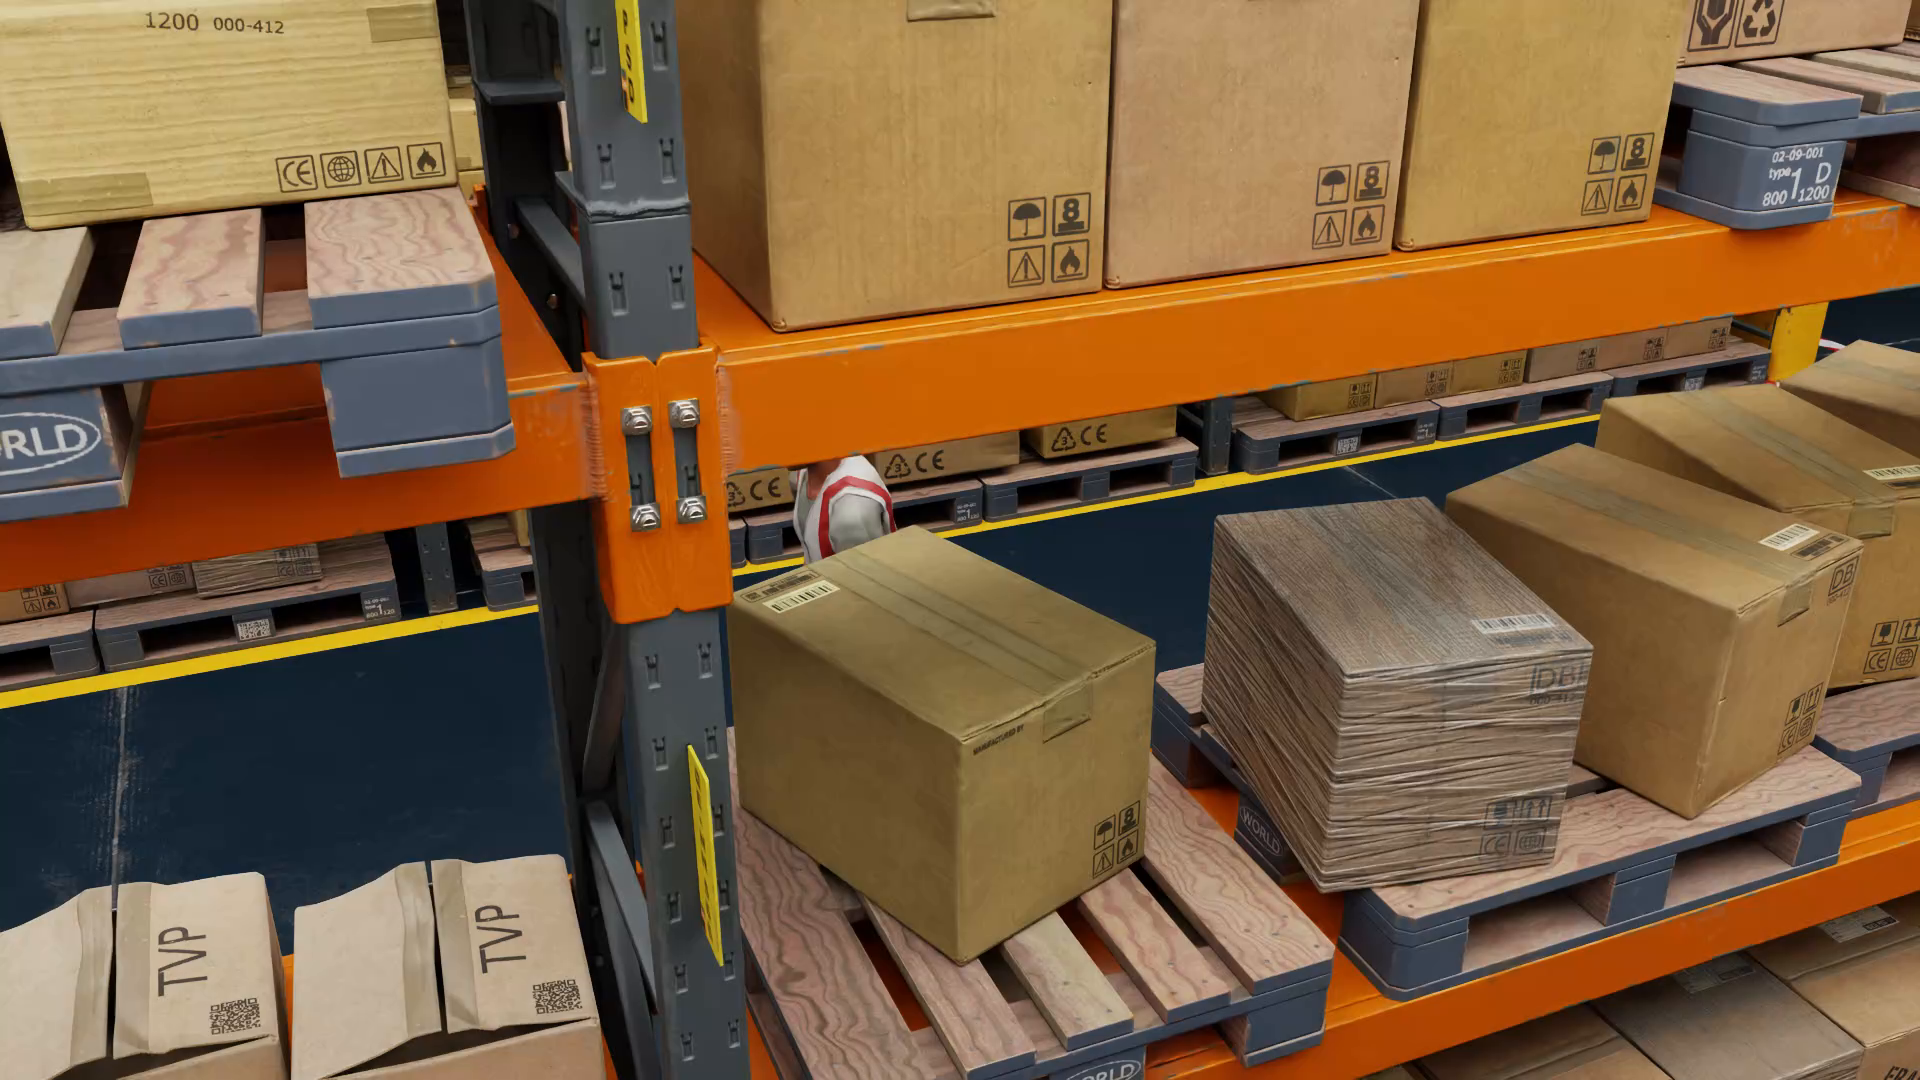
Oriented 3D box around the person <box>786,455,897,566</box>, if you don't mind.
[{"bbox_3d":[-0.417,0.302,5.466,0.448,1.780,0.608,-10,28,-20],"label":"person"}]
